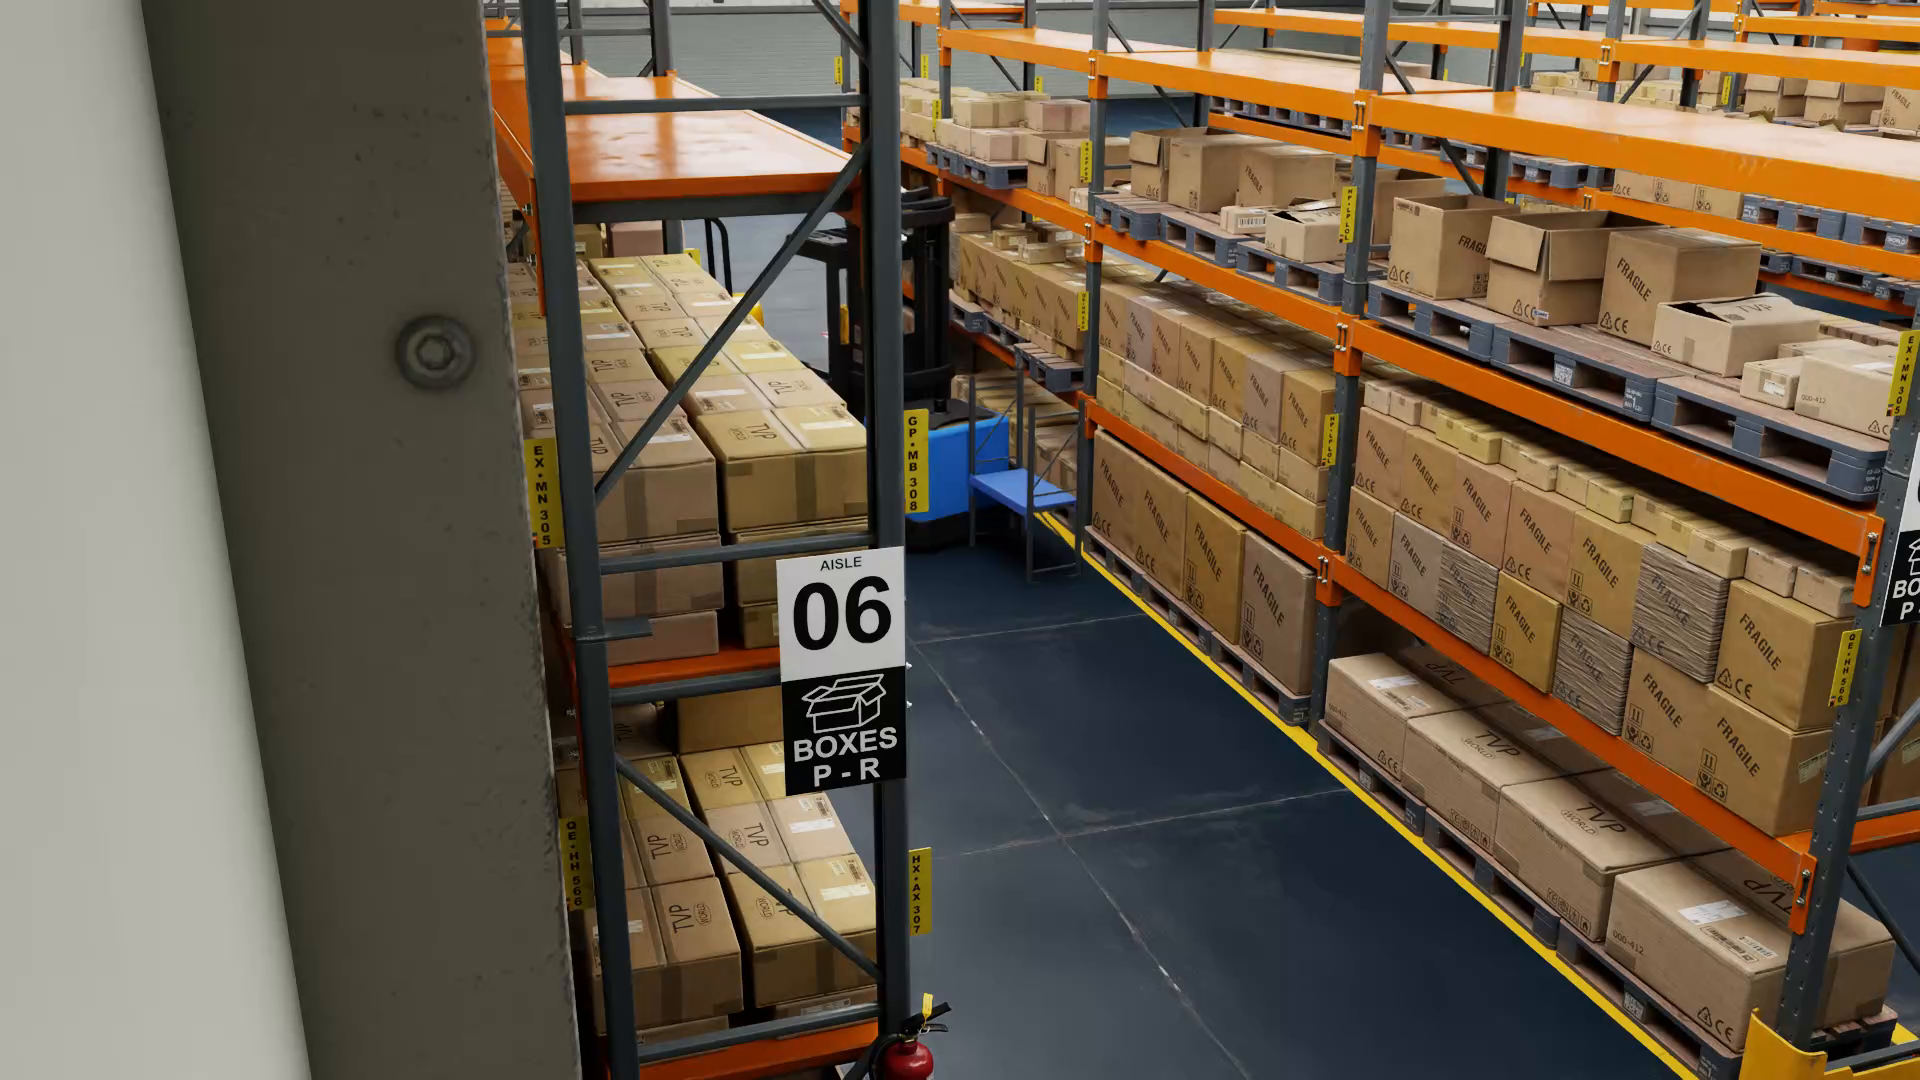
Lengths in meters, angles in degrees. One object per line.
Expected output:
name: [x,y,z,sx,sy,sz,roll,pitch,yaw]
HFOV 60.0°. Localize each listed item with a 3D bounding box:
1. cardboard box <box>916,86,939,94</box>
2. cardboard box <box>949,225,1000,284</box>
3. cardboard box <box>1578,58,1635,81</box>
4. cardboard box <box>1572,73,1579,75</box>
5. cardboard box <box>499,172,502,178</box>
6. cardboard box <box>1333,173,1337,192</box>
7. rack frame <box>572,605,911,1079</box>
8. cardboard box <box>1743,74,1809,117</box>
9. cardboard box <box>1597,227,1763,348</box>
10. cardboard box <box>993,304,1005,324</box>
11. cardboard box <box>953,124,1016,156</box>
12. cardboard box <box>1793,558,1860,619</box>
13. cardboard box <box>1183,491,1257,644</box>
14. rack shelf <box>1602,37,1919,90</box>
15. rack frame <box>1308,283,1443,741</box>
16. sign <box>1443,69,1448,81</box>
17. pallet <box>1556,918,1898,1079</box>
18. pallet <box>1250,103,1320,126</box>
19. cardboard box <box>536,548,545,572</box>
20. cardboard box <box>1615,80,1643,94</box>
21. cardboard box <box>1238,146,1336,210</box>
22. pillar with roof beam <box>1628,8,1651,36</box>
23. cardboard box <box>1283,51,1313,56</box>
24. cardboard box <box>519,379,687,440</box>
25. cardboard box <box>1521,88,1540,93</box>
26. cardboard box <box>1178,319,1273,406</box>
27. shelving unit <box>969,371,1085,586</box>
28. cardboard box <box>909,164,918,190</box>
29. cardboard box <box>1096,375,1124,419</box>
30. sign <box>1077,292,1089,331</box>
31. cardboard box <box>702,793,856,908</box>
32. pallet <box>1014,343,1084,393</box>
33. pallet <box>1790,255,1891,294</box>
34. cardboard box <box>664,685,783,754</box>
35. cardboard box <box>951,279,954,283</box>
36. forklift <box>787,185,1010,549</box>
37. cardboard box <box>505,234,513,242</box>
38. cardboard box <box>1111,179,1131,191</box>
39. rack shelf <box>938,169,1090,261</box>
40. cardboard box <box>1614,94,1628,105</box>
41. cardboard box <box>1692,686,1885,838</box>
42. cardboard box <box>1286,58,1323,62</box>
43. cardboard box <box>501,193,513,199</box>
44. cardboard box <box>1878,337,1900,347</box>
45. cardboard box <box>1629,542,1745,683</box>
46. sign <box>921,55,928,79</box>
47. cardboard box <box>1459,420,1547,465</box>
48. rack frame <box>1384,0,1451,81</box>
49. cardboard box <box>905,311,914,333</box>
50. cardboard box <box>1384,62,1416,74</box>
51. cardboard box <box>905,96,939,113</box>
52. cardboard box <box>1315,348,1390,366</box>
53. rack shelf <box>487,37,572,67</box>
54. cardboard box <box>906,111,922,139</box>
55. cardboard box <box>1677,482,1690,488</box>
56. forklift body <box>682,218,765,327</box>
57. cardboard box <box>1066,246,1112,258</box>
cardboard box: [-0.290,-5.191,19.327,0.380,0.149,0.250,-7,21,-19]
cardboard box: [0.155,-2.940,17.094,0.500,0.500,0.500,-6,21,-16]
cardboard box: [8.641,-6.401,22.176,0.500,0.500,0.500,-6,21,-17]
cardboard box: [8.785,-6.449,23.269,0.380,0.149,0.250,-7,21,-19]
cardboard box: [-3.645,-2.715,12.692,0.500,0.250,0.500,-6,21,-17]
cardboard box: [4.864,-3.995,19.422,0.875,0.550,0.550,-6,21,-17]
rack frame: [-0.659,1.644,5.543,1.000,3.000,0.127,-6,21,-17]
cardboard box: [9.742,-5.285,19.623,0.797,0.503,0.637,-7,21,-20]
cardboard box: [3.561,-1.251,8.248,0.500,0.500,0.500,-6,21,-16]
cardboard box: [0.537,-2.183,15.947,0.380,0.149,0.250,-6,20,-15]
cardboard box: [0.244,-3.882,16.090,0.500,0.250,0.500,-7,21,-18]
cardboard box: [3.749,0.198,6.981,0.380,0.149,0.250,-6,21,-16]
cardboard box: [2.233,0.154,12.212,0.875,0.875,0.875,-6,21,-16]
rack shelf: [6.833,-3.665,13.105,1.077,0.370,4.000,-6,21,-17]
rack frame: [2.795,-0.168,10.588,1.000,3.000,0.127,-6,21,-17]
sign: [5.460,-5.158,18.812,0.100,0.325,0.005,-6,21,-17]
pallet: [3.726,2.179,8.177,1.003,0.211,1.213,-6,21,-17]
pallet: [4.321,-5.319,20.621,1.003,0.211,1.213,-6,21,-17]
cardboard box: [-1.229,-0.114,5.782,0.500,0.250,0.500,-6,21,-17]
cardboard box: [8.797,-5.992,21.996,0.380,0.149,0.250,-7,21,-18]
cardboard box: [2.367,-2.574,12.078,0.500,0.500,0.500,-6,21,-17]
pillar with roof beam: [13.834,-14.661,42.062,9.100,9.000,0.400,-6,21,-17]
cardboard box: [4.359,-6.174,21.293,0.380,0.149,0.250,-6,21,-16]
cardboard box: [-1.227,-0.353,5.706,0.500,0.250,0.500,-7,21,-19]
cardboard box: [5.393,-4.242,16.575,0.500,0.500,0.500,-6,21,-17]
cardboard box: [1.929,-1.297,12.104,0.500,0.500,0.500,-6,21,-16]
shelving unit: [0.537,-0.530,13.815,0.538,1.500,1.048,-10,22,-25]
cardboard box: [-0.199,-4.220,19.802,0.700,0.500,0.500,-7,21,-18]
cardboard box: [1.452,-1.198,13.676,0.500,0.250,0.500,-7,21,-18]
sign: [1.025,-1.899,13.811,0.100,0.325,0.005,-6,21,-17]
cardboard box: [-0.705,1.238,6.454,0.500,0.250,0.500,-6,21,-17]
pallet: [1.212,-1.579,14.800,1.213,0.211,1.003,-6,21,-17]
pallet: [10.284,-3.046,18.883,1.003,0.211,1.213,-6,21,-17]
cardboard box: [-1.018,0.566,7.216,0.500,0.500,0.500,-6,21,-16]
cardboard box: [-0.096,-3.039,17.992,0.500,0.500,0.500,-7,21,-19]
forklift: [-0.846,-1.738,15.059,1.130,2.935,3.031,-14,24,-35]
cardboard box: [-2.384,-1.646,9.427,0.380,0.149,0.250,-6,21,-16]
cardboard box: [1.520,-3.002,14.238,0.396,0.266,0.258,-6,21,-17]
rack shelf: [0.909,-3.167,15.564,1.077,0.370,4.000,-6,21,-17]
cardboard box: [8.825,-5.741,21.886,0.500,0.250,0.500,-6,21,-16]
cardboard box: [3.649,0.941,7.350,0.500,0.500,0.500,-6,21,-17]
cardboard box: [4.134,-5.696,19.963,0.380,0.149,0.250,-7,21,-18]
cardboard box: [-3.060,-2.200,11.000,0.380,0.149,0.250,-6,21,-15]
cardboard box: [7.527,-1.513,13.203,0.380,0.149,0.250,-7,21,-18]
cardboard box: [3.482,0.304,7.647,0.500,0.500,0.500,-6,21,-17]
sign: [-0.444,-5.900,20.799,0.100,0.325,0.005,-6,21,-17]
cardboard box: [2.940,-0.530,9.008,0.380,0.149,0.250,-7,21,-19]
rack frame: [4.948,-6.117,18.276,1.000,3.000,0.127,-6,21,-17]
cardboard box: [-0.322,-2.317,18.906,0.500,0.500,0.500,-6,21,-16]
cardboard box: [5.075,-5.442,19.257,0.380,0.149,0.250,-7,21,-18]
cardboard box: [-0.384,-4.721,18.017,0.380,0.149,0.250,-6,21,-16]
cardboard box: [2.743,-1.018,11.327,0.500,0.500,0.500,-7,21,-18]
rack shelf: [-3.802,-3.862,13.653,1.077,0.370,4.000,-6,21,-17]
cardboard box: [-0.274,-4.492,17.970,0.500,0.250,0.500,-7,21,-18]
cardboard box: [3.809,-0.269,8.282,0.380,0.149,0.250,-6,21,-17]
forklift body: [-3.360,-2.677,18.827,2.313,2.155,1.214,-6,21,-17]
cardboard box: [1.122,-2.503,15.880,0.500,0.500,0.500,-7,21,-19]
